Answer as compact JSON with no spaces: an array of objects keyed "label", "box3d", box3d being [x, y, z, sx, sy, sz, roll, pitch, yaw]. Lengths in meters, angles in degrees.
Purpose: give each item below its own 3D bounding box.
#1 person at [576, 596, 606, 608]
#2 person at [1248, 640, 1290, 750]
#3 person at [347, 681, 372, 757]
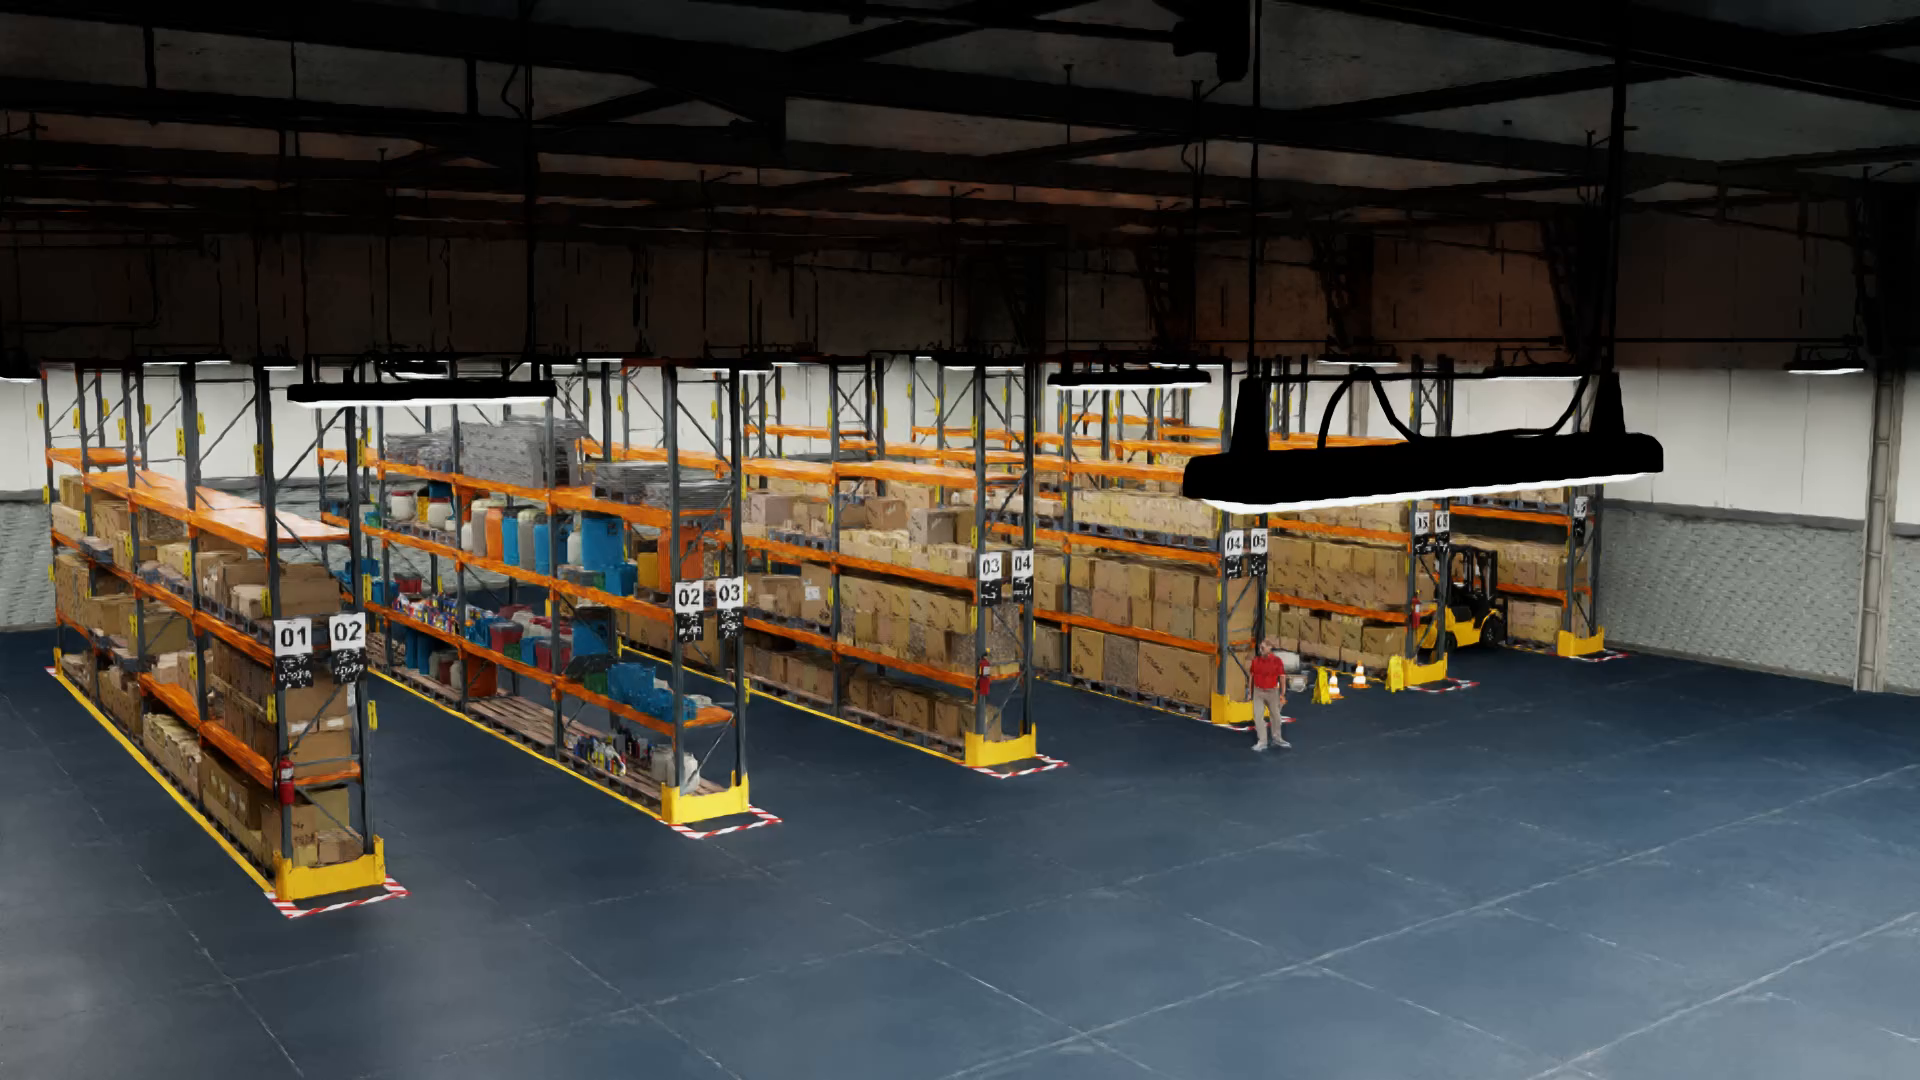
[{"label":"person","box3d":[-7.325,1.486,33.172,0.589,1.697,1.175,-5,9,-38]},{"label":"person","box3d":[4.800,2.388,25.853,0.651,1.716,0.552,3,8,26]},{"label":"person","box3d":[-9.325,2.493,25.176,0.448,1.622,0.996,-7,10,-44]}]
